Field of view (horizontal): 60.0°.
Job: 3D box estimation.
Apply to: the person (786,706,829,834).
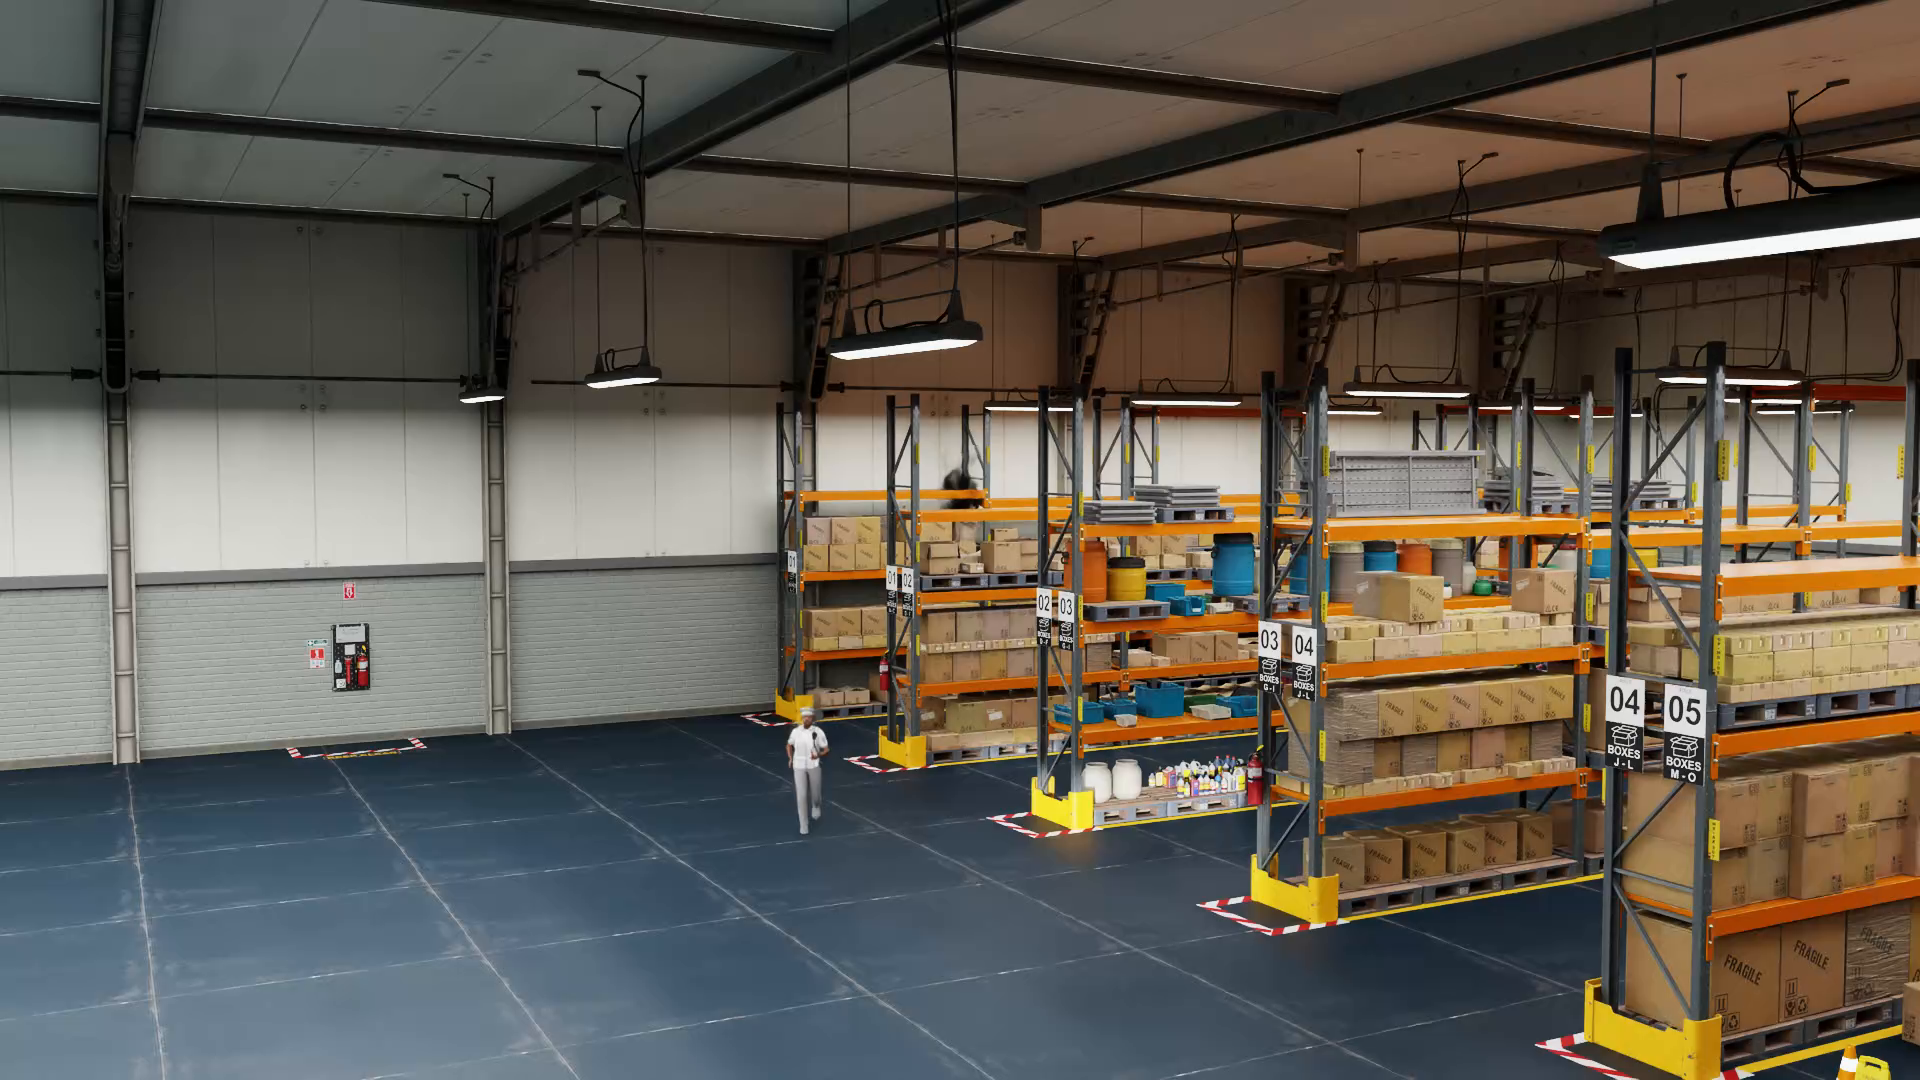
[{"bbox_3d":[-2.057,3.060,22.381,0.588,1.666,0.815,0,3,-1],"label":"person"}]
